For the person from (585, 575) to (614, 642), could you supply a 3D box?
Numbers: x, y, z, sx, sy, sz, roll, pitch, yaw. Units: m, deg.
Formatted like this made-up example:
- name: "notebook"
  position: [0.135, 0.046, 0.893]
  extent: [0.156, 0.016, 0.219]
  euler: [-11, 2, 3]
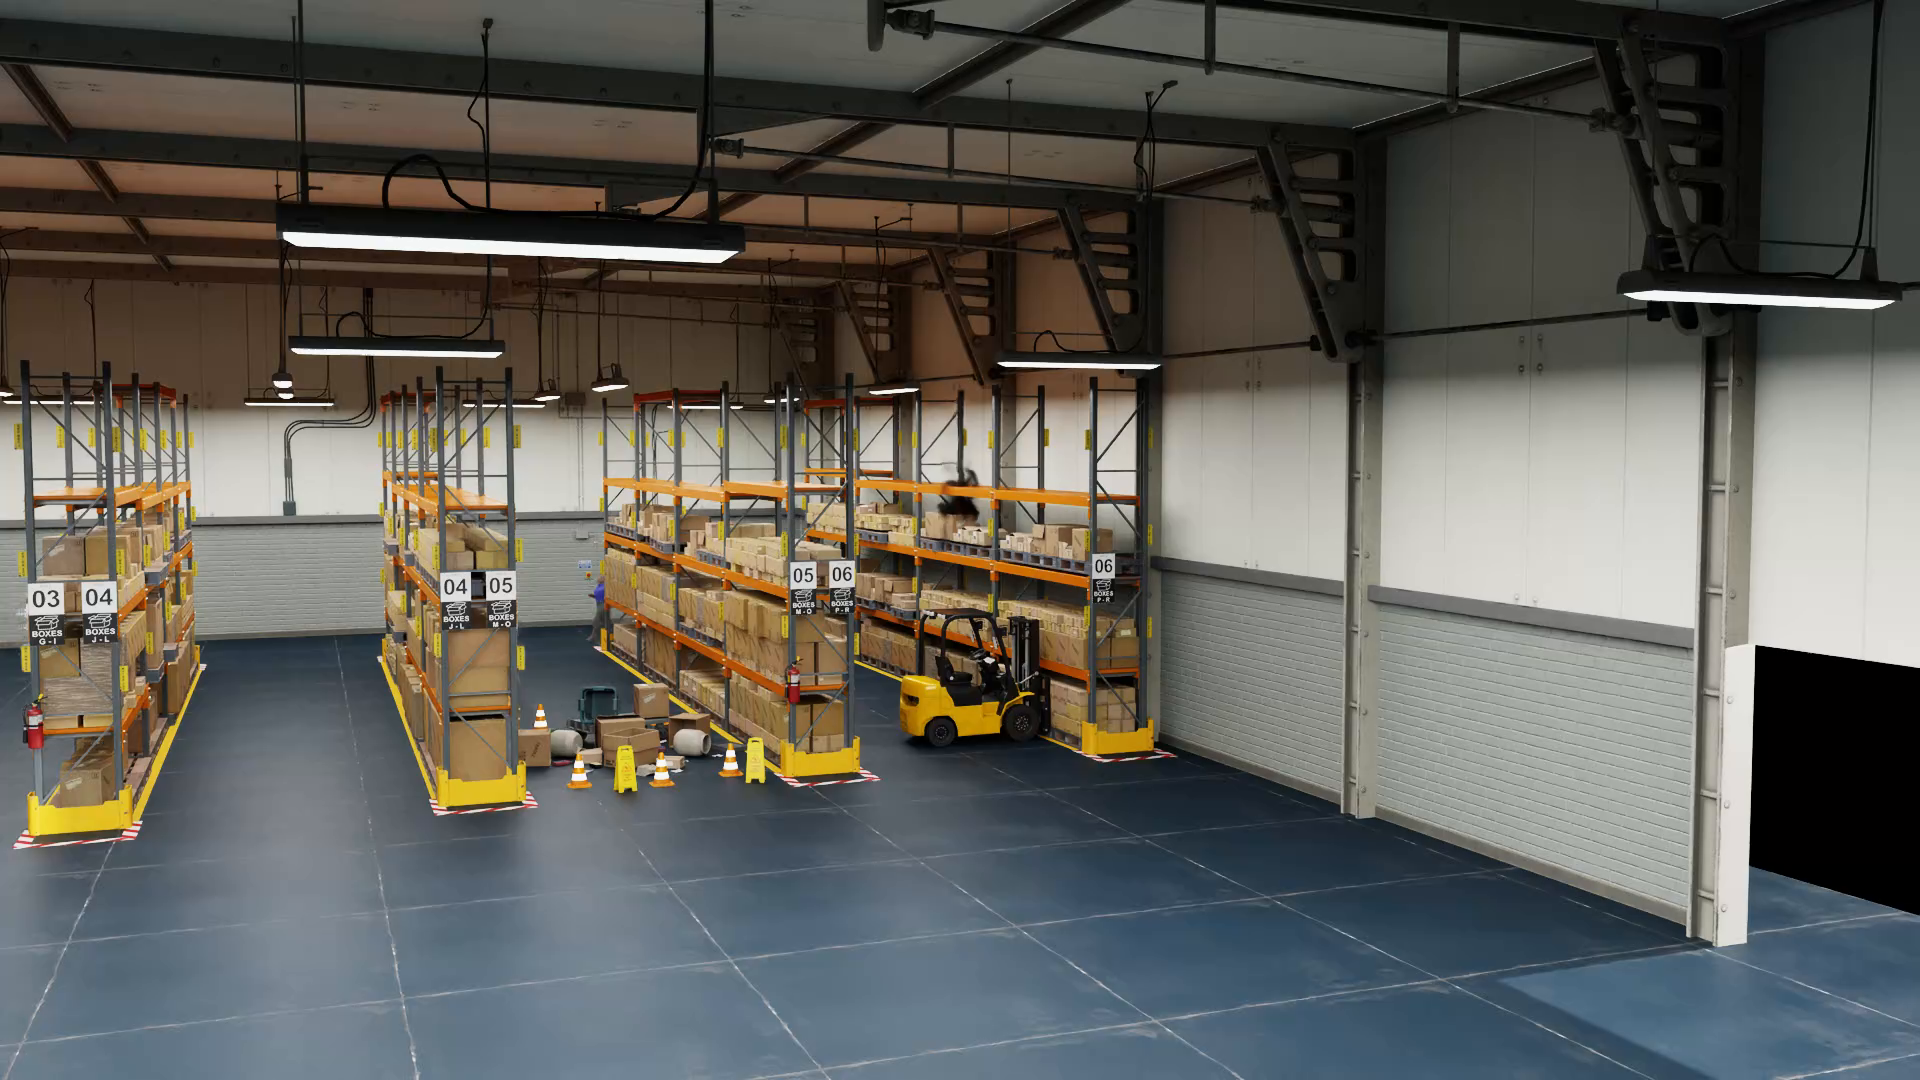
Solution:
- name: "person"
  position: [-8.906, 1.669, 41.334]
  extent: [0.919, 1.645, 0.575]
  euler: [-2, 4, -33]
